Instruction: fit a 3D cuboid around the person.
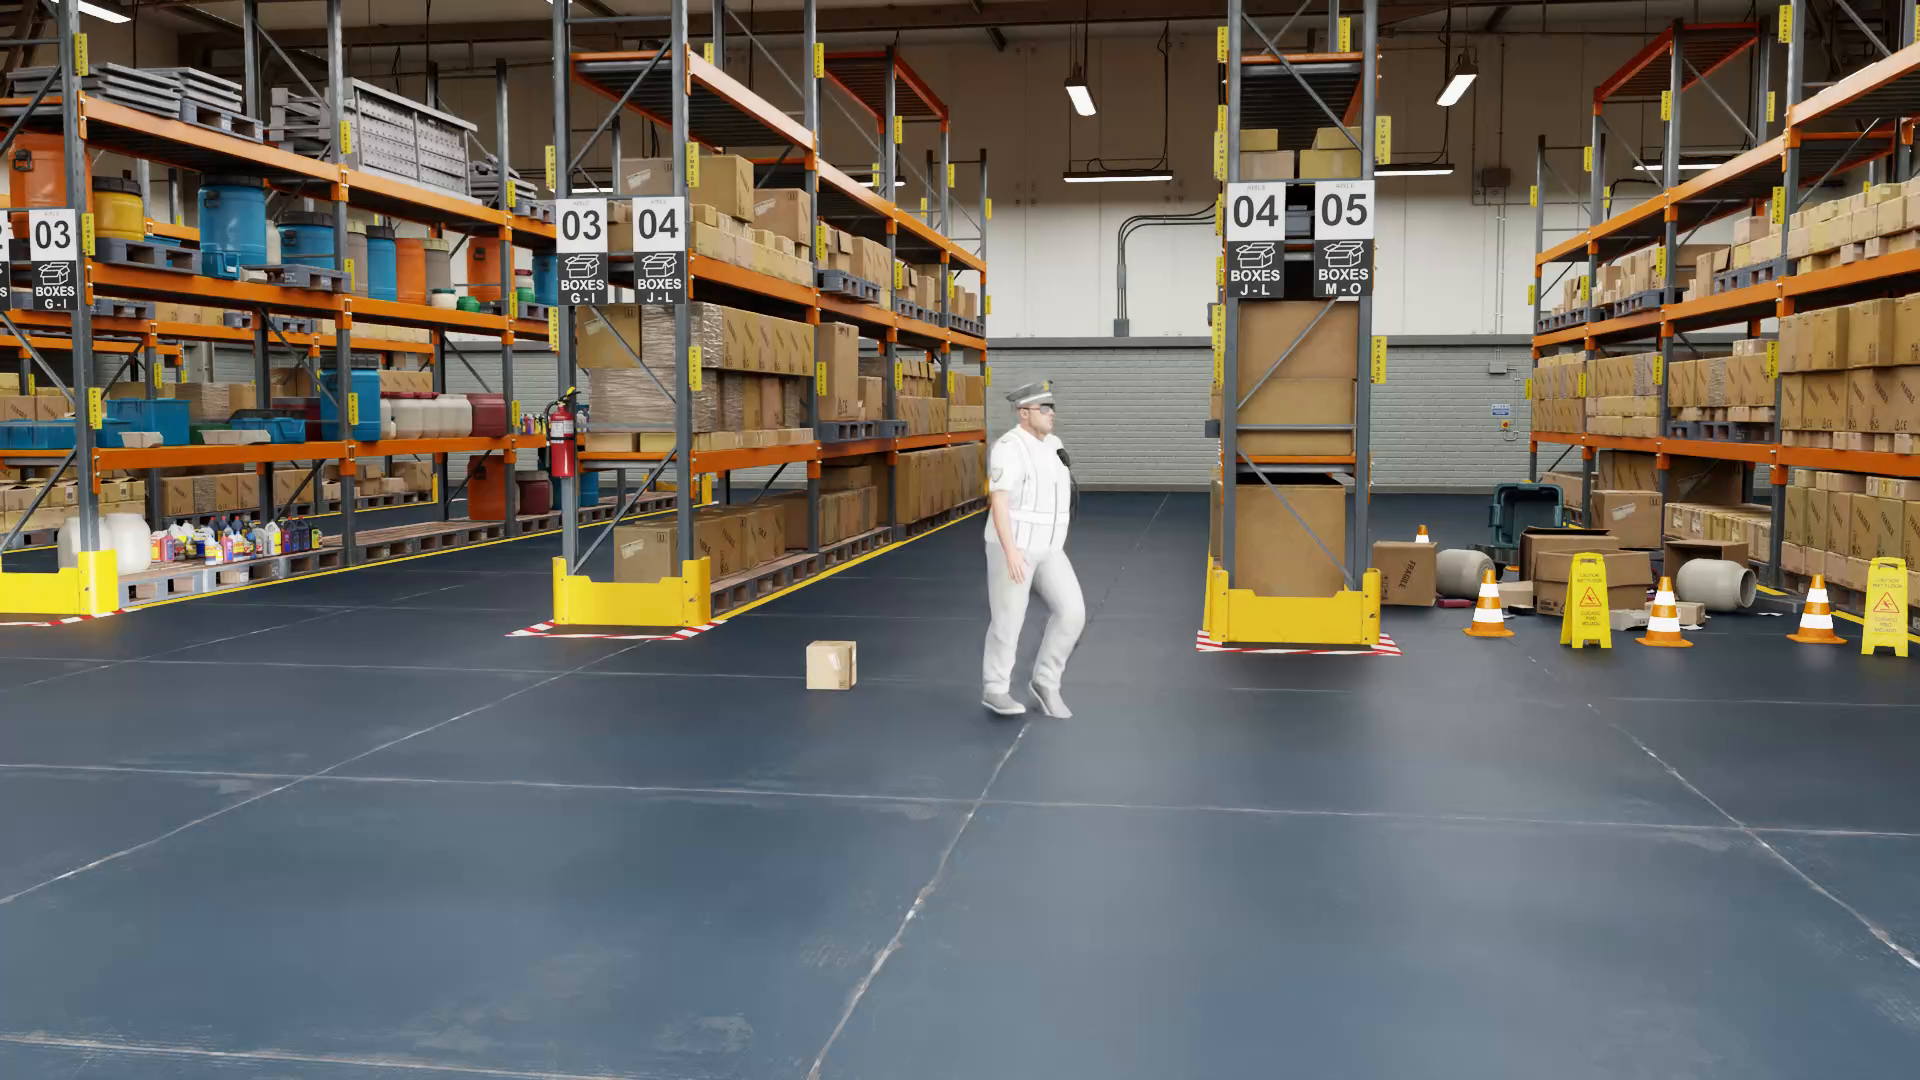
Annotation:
[{"bbox_3d":[0.368,0.072,8.766,0.593,1.831,0.498,-4,6,-43],"label":"person"}]
